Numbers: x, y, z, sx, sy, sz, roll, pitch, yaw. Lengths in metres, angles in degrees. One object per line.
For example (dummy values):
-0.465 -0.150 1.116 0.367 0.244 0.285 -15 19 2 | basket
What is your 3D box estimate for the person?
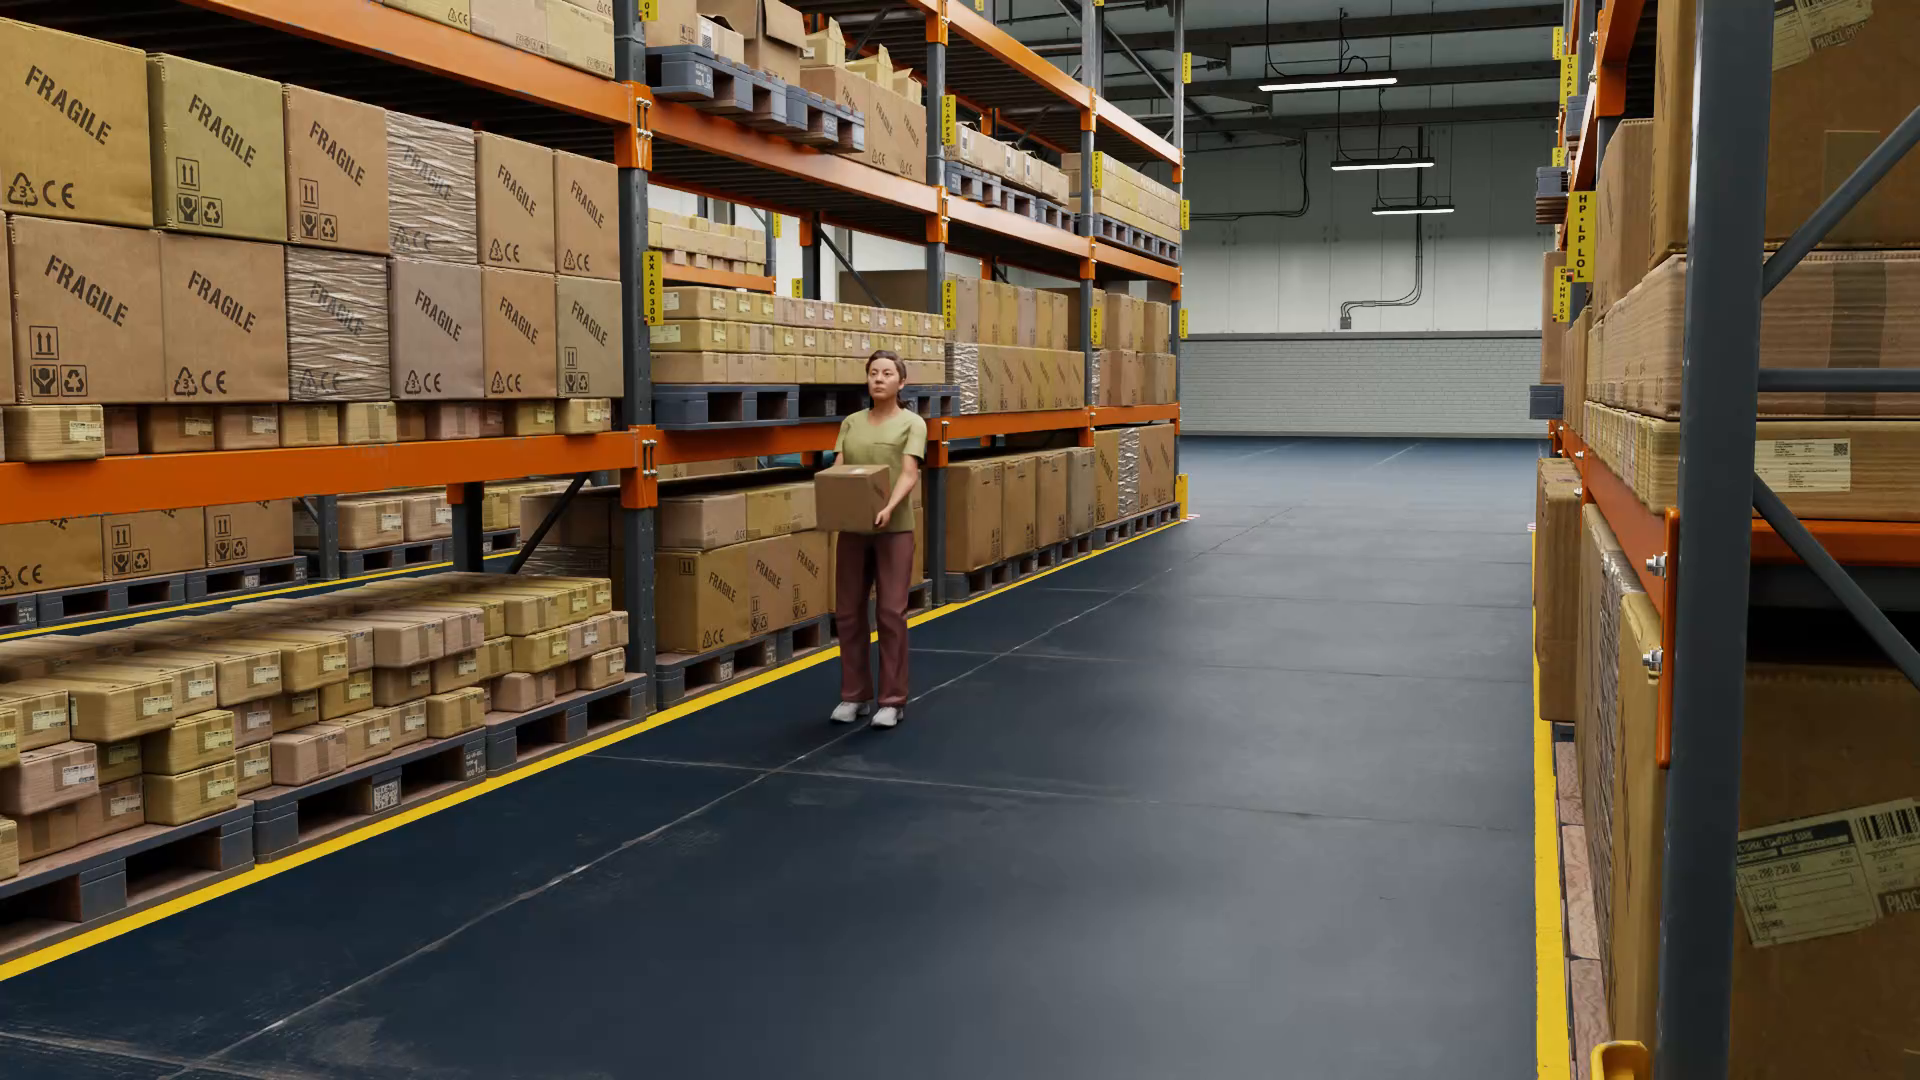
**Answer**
-0.386 -0.004 7.398 0.428 1.645 0.552 2 6 19 | person
